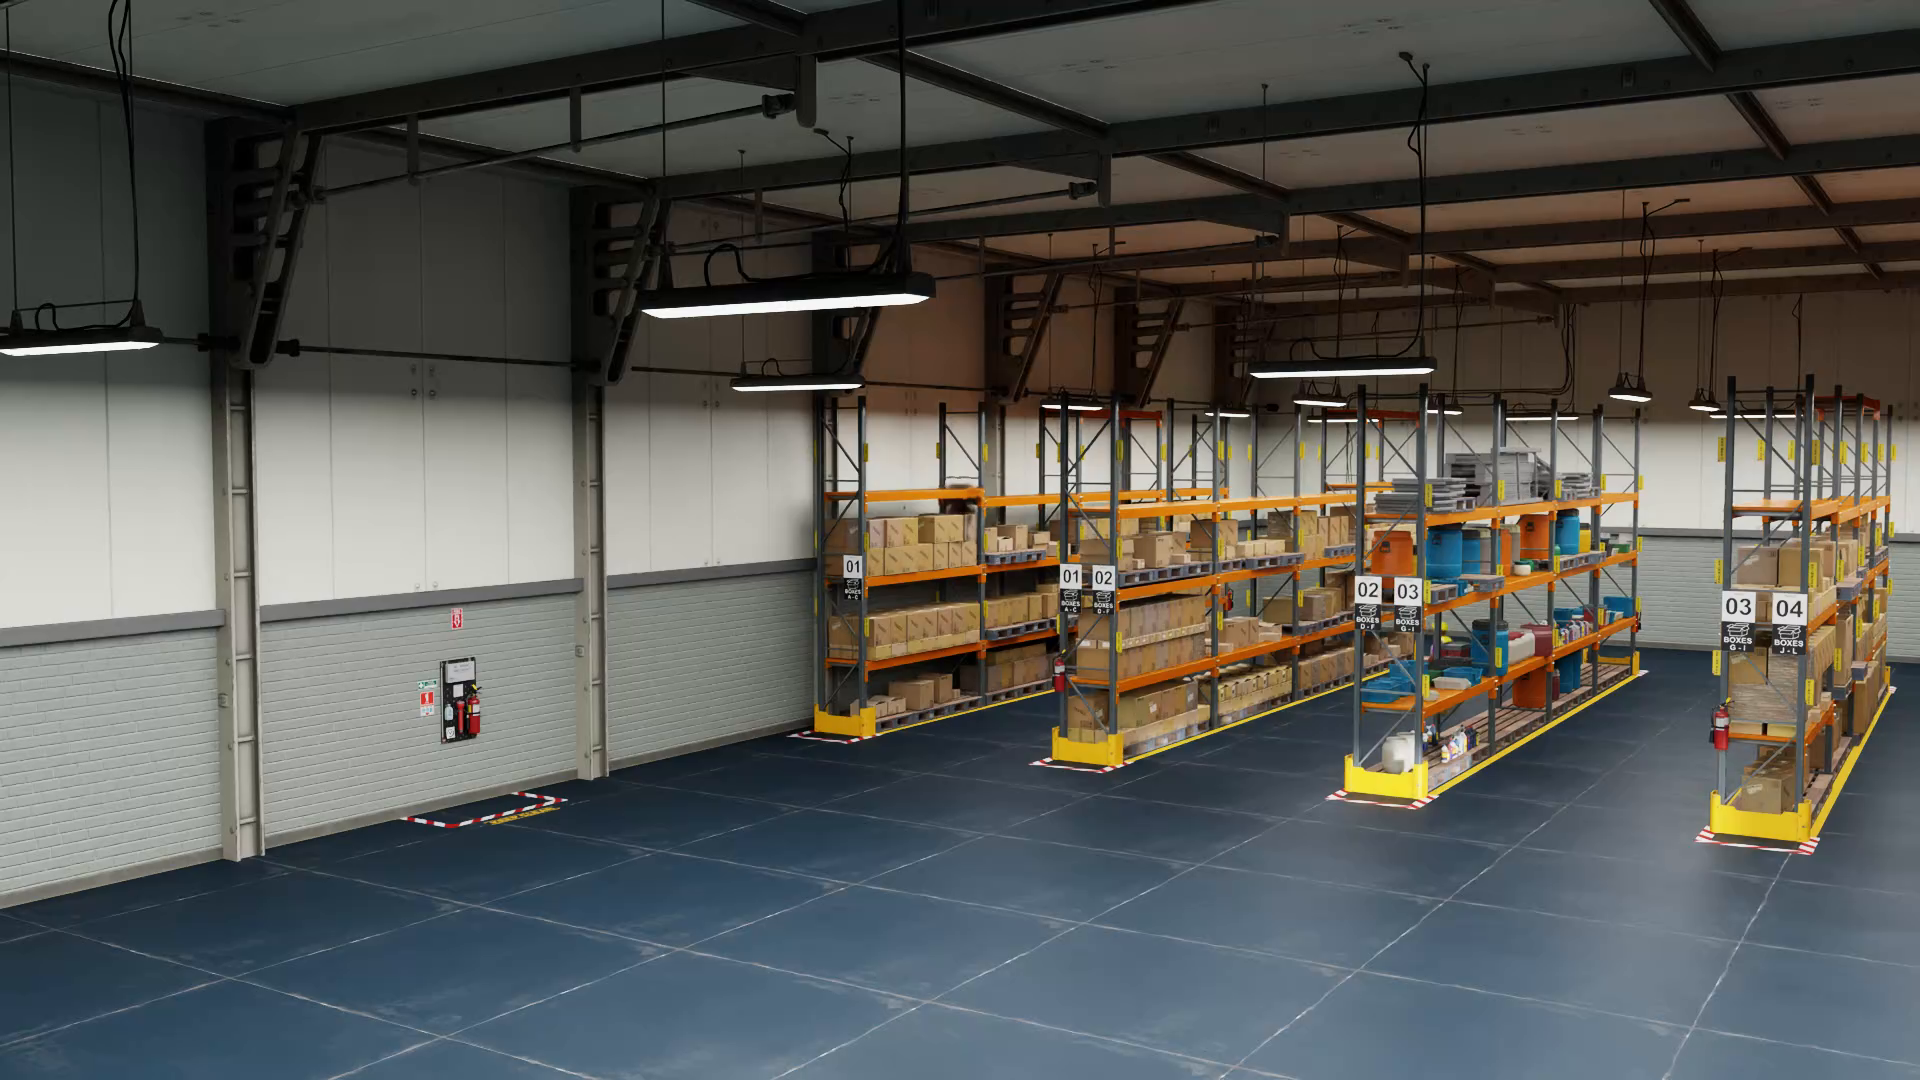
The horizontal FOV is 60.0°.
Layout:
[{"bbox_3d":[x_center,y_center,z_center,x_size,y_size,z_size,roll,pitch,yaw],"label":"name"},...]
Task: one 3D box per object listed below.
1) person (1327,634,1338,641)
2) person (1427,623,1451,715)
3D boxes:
[{"bbox_3d":[9.357,1.982,41.602,0.451,1.638,0.969,0,3,4],"label":"person"},{"bbox_3d":[9.122,2.439,31.848,0.704,1.733,0.898,-2,3,-28],"label":"person"}]
